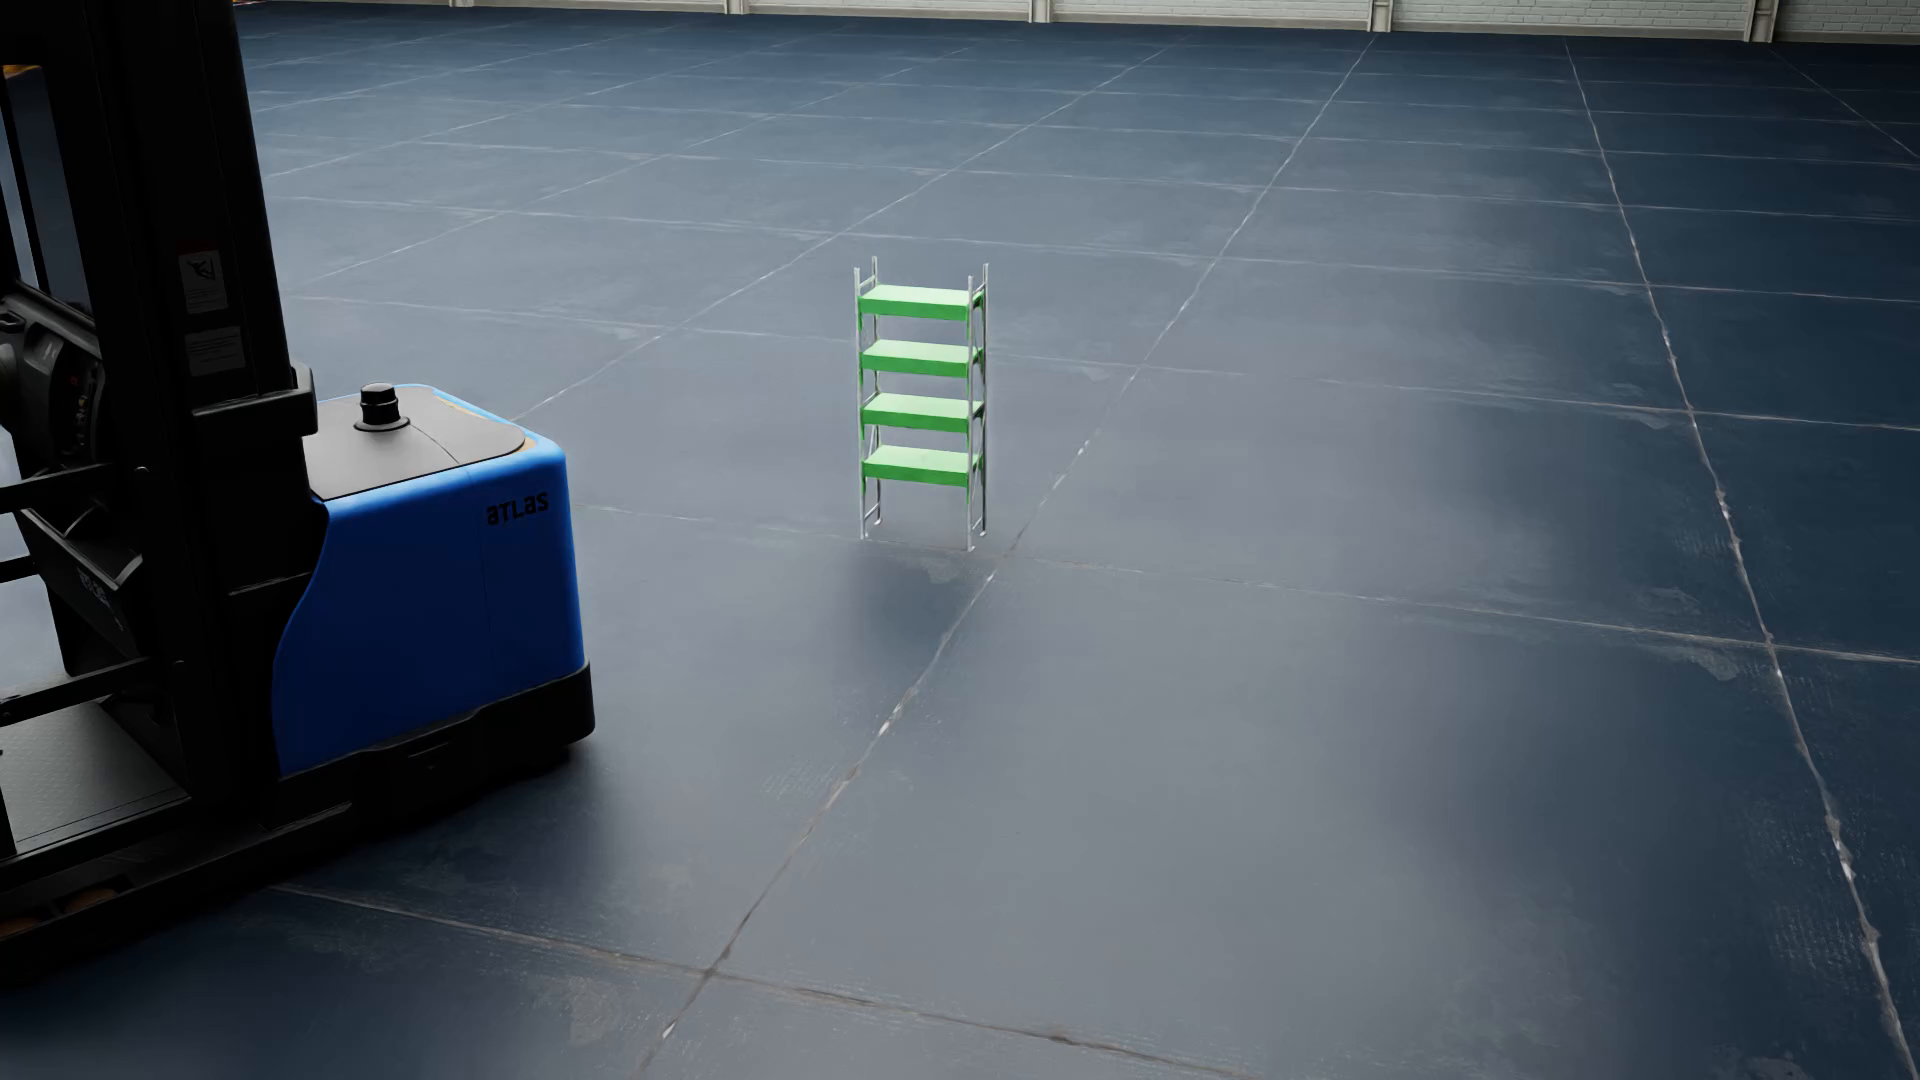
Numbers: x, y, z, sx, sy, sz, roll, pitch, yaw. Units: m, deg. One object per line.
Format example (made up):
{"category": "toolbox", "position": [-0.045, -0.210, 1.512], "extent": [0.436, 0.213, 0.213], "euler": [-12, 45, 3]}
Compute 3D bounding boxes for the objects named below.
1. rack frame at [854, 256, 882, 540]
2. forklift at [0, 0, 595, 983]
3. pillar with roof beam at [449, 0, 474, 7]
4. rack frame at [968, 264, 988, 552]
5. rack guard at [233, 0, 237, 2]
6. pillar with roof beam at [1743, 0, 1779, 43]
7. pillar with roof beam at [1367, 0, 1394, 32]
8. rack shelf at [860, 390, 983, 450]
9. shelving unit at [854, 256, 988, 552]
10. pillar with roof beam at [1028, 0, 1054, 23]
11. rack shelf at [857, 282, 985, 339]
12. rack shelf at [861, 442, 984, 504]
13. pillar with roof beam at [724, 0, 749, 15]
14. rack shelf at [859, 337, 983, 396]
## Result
{"category": "rack frame", "position": [-0.392, -0.600, 7.152], "extent": [0.015, 1.200, 0.240], "euler": [7, 23, 16]}
{"category": "forklift", "position": [-2.634, -0.408, 4.402], "extent": [3.031, 2.935, 1.130], "euler": [-20, 29, -40]}
{"category": "pillar with roof beam", "position": [-11.256, -13.340, 27.933], "extent": [0.400, 9.000, 9.100], "euler": [7, 23, 16]}
{"category": "rack frame", "position": [0.075, -0.547, 7.021], "extent": [0.015, 1.200, 0.240], "euler": [7, 23, 16]}
{"category": "rack guard", "position": [-15.328, -11.223, 33.972], "extent": [0.348, 0.500, 1.175], "euler": [7, 23, 16]}
{"category": "pillar with roof beam", "position": [11.721, -10.709, 21.519], "extent": [0.400, 9.000, 9.100], "euler": [7, 23, 16]}
{"category": "pillar with roof beam", "position": [5.976, -11.366, 23.123], "extent": [0.400, 9.000, 9.100], "euler": [7, 23, 16]}
{"category": "rack shelf", "position": [-0.158, -0.514, 7.111], "extent": [0.480, 0.148, 0.258], "euler": [7, 23, 16]}
{"category": "shelving unit", "position": [-0.158, -0.573, 7.087], "extent": [0.503, 1.200, 0.258], "euler": [7, 23, 16]}
{"category": "pillar with roof beam", "position": [0.232, -12.024, 24.726], "extent": [0.400, 9.000, 9.100], "euler": [7, 23, 16]}
{"category": "rack shelf", "position": [-0.158, -0.958, 6.929], "extent": [0.480, 0.148, 0.258], "euler": [7, 23, 16]}
{"category": "rack shelf", "position": [-0.158, -0.292, 7.202], "extent": [0.480, 0.148, 0.258], "euler": [7, 23, 16]}
{"category": "pillar with roof beam", "position": [-5.512, -12.682, 26.329], "extent": [0.400, 9.000, 9.100], "euler": [7, 23, 16]}
{"category": "rack shelf", "position": [-0.158, -0.736, 7.020], "extent": [0.480, 0.148, 0.258], "euler": [7, 23, 16]}
